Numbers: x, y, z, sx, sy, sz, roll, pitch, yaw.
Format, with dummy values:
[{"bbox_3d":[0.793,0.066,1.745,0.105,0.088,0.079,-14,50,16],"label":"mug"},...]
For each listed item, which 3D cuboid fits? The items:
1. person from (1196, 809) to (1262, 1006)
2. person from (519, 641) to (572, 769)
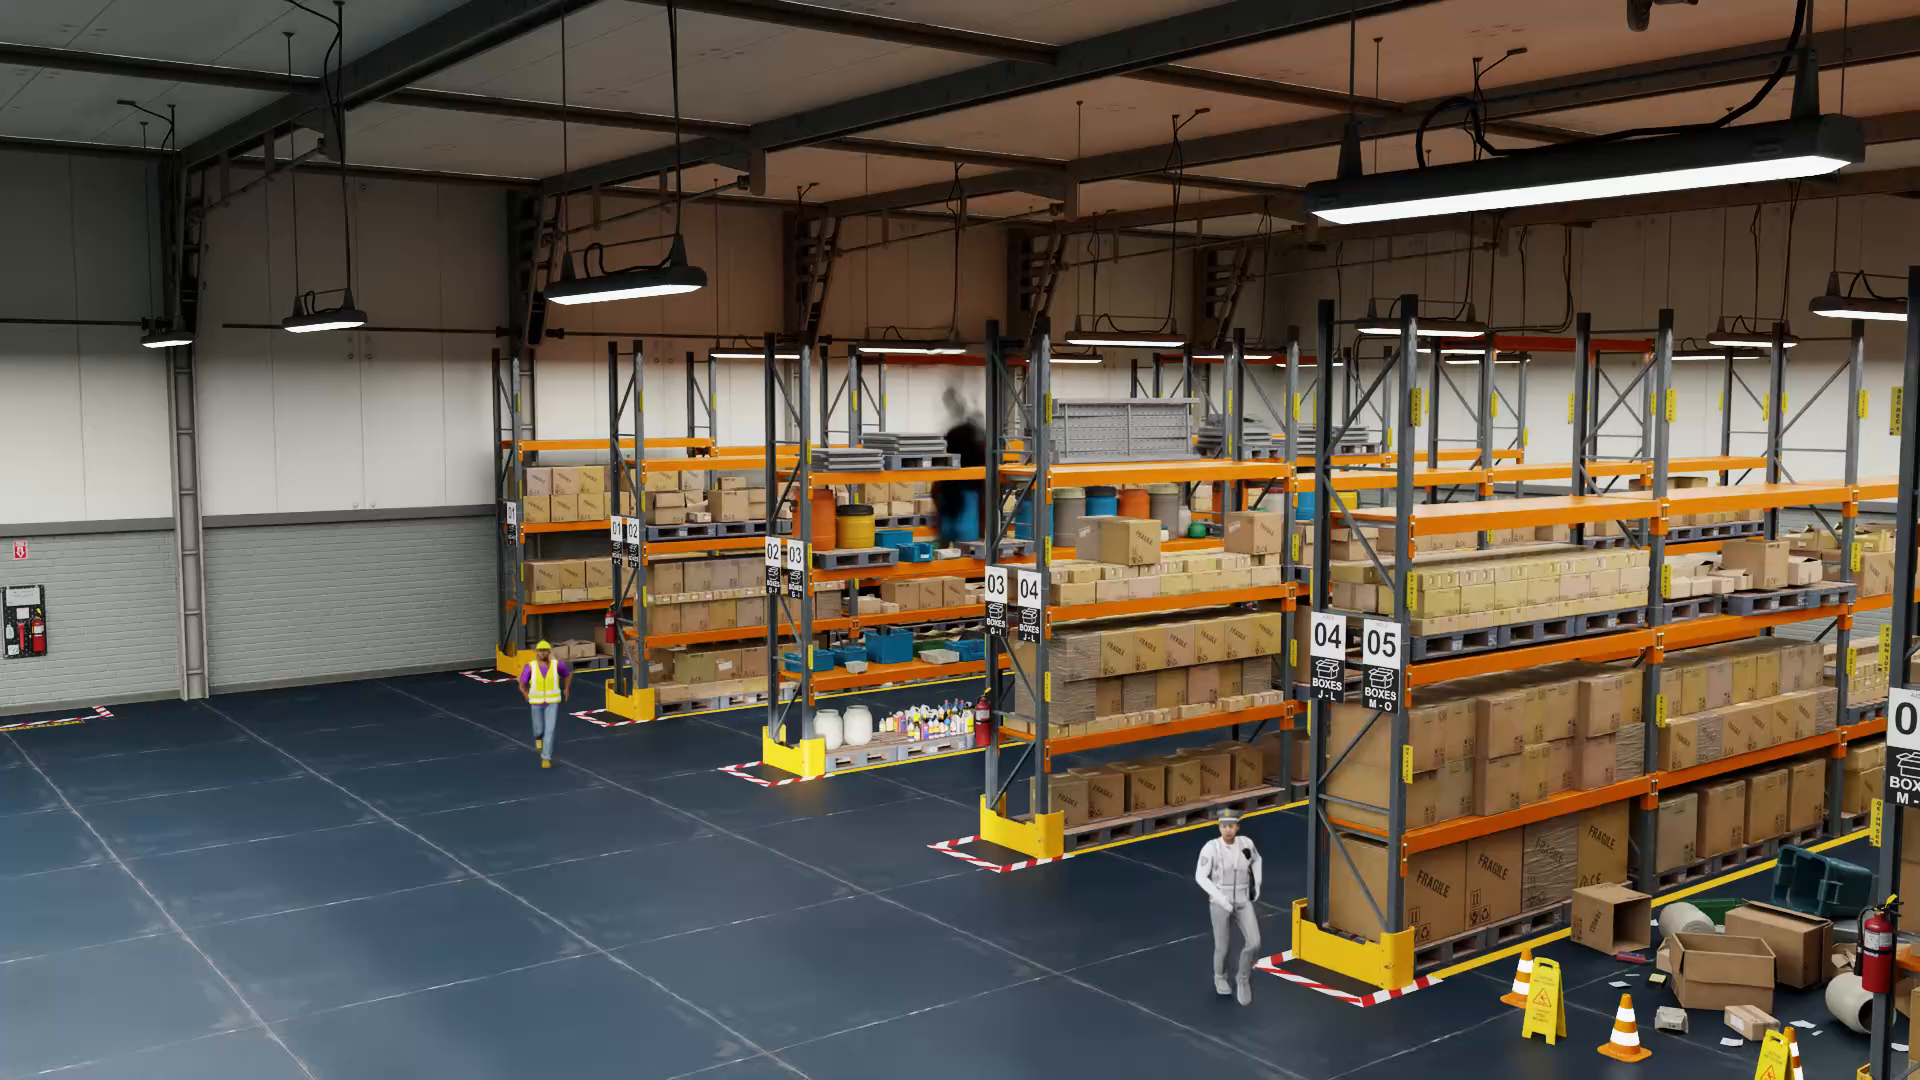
[{"bbox_3d":[2.310,3.094,14.126,0.629,1.678,0.628,-1,5,-7],"label":"person"},{"bbox_3d":[-5.776,2.270,23.188,0.713,1.738,0.919,-1,5,-13],"label":"person"}]
